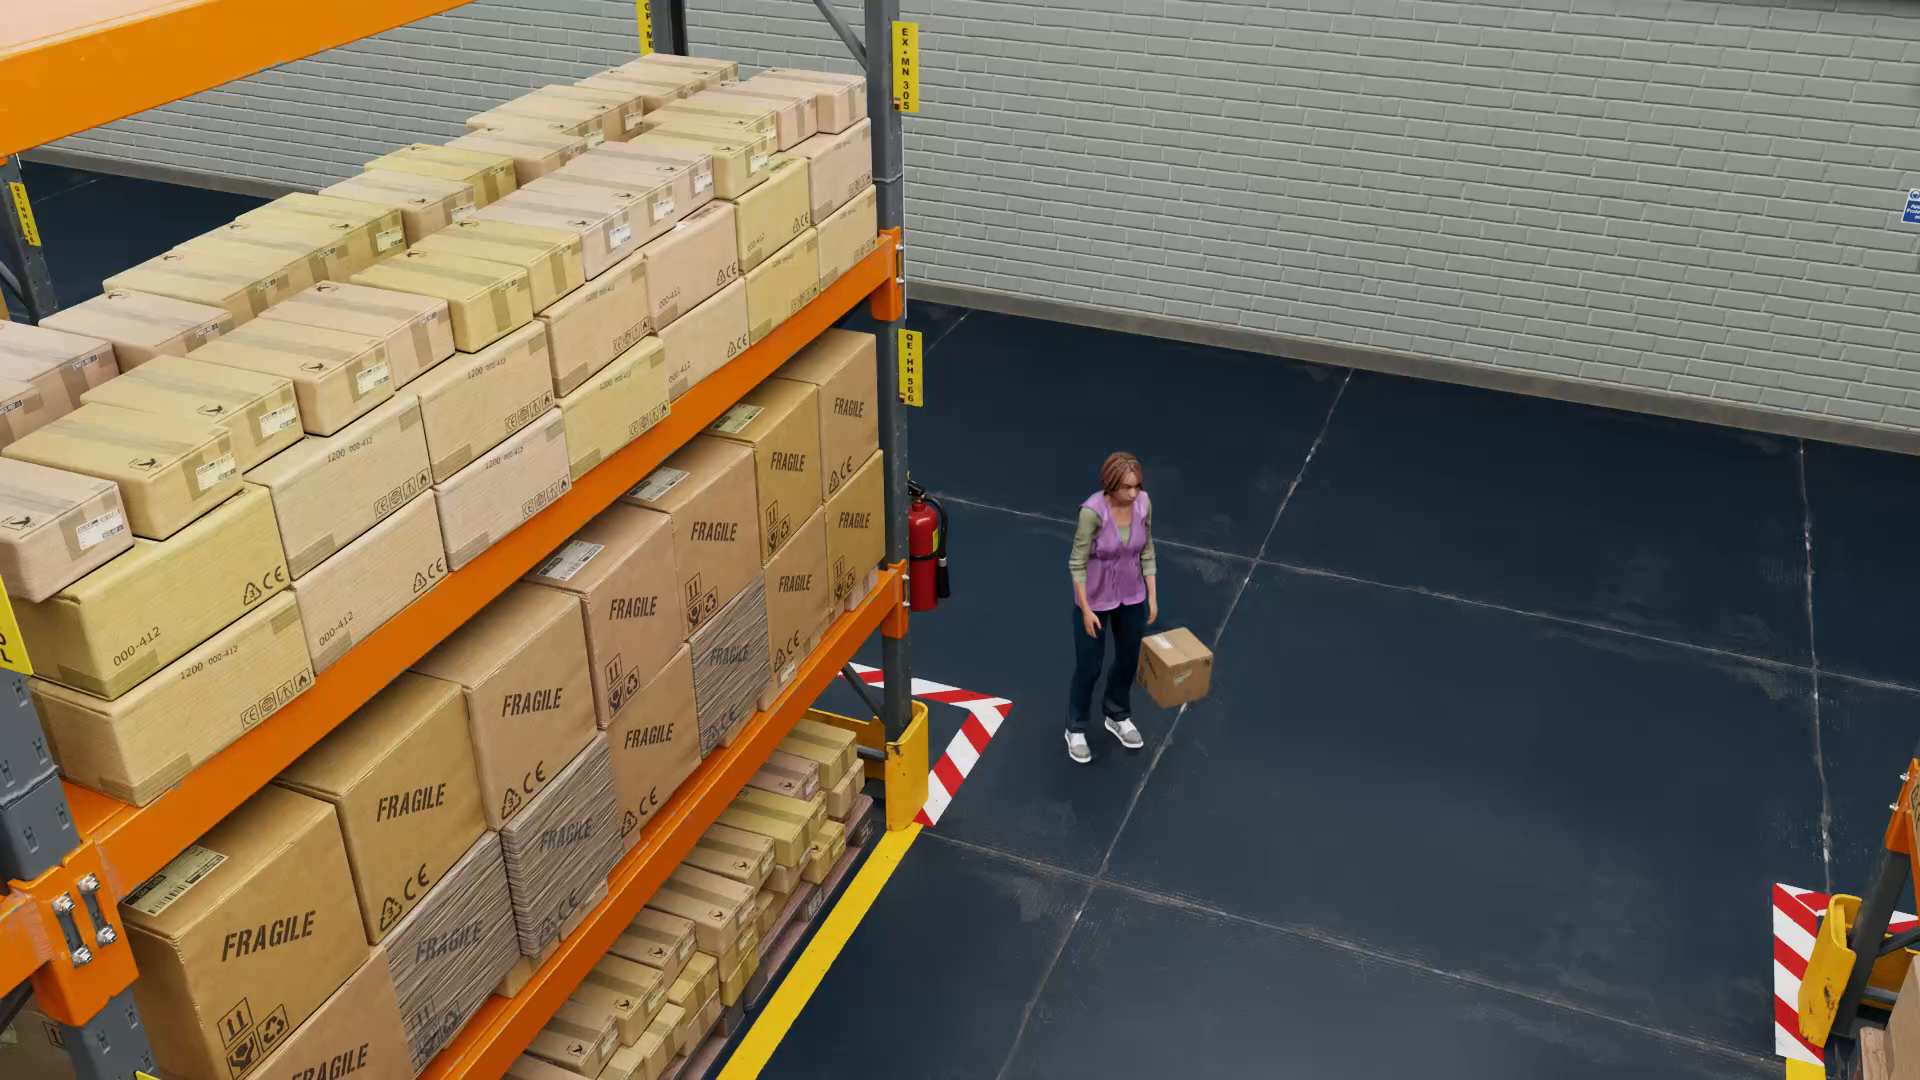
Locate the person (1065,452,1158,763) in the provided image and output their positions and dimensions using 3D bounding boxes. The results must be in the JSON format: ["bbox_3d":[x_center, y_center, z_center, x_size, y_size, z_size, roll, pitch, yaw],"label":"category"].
[{"bbox_3d":[0.716,0.294,7.882,0.450,1.599,0.336,-12,32,-20],"label":"person"}]
